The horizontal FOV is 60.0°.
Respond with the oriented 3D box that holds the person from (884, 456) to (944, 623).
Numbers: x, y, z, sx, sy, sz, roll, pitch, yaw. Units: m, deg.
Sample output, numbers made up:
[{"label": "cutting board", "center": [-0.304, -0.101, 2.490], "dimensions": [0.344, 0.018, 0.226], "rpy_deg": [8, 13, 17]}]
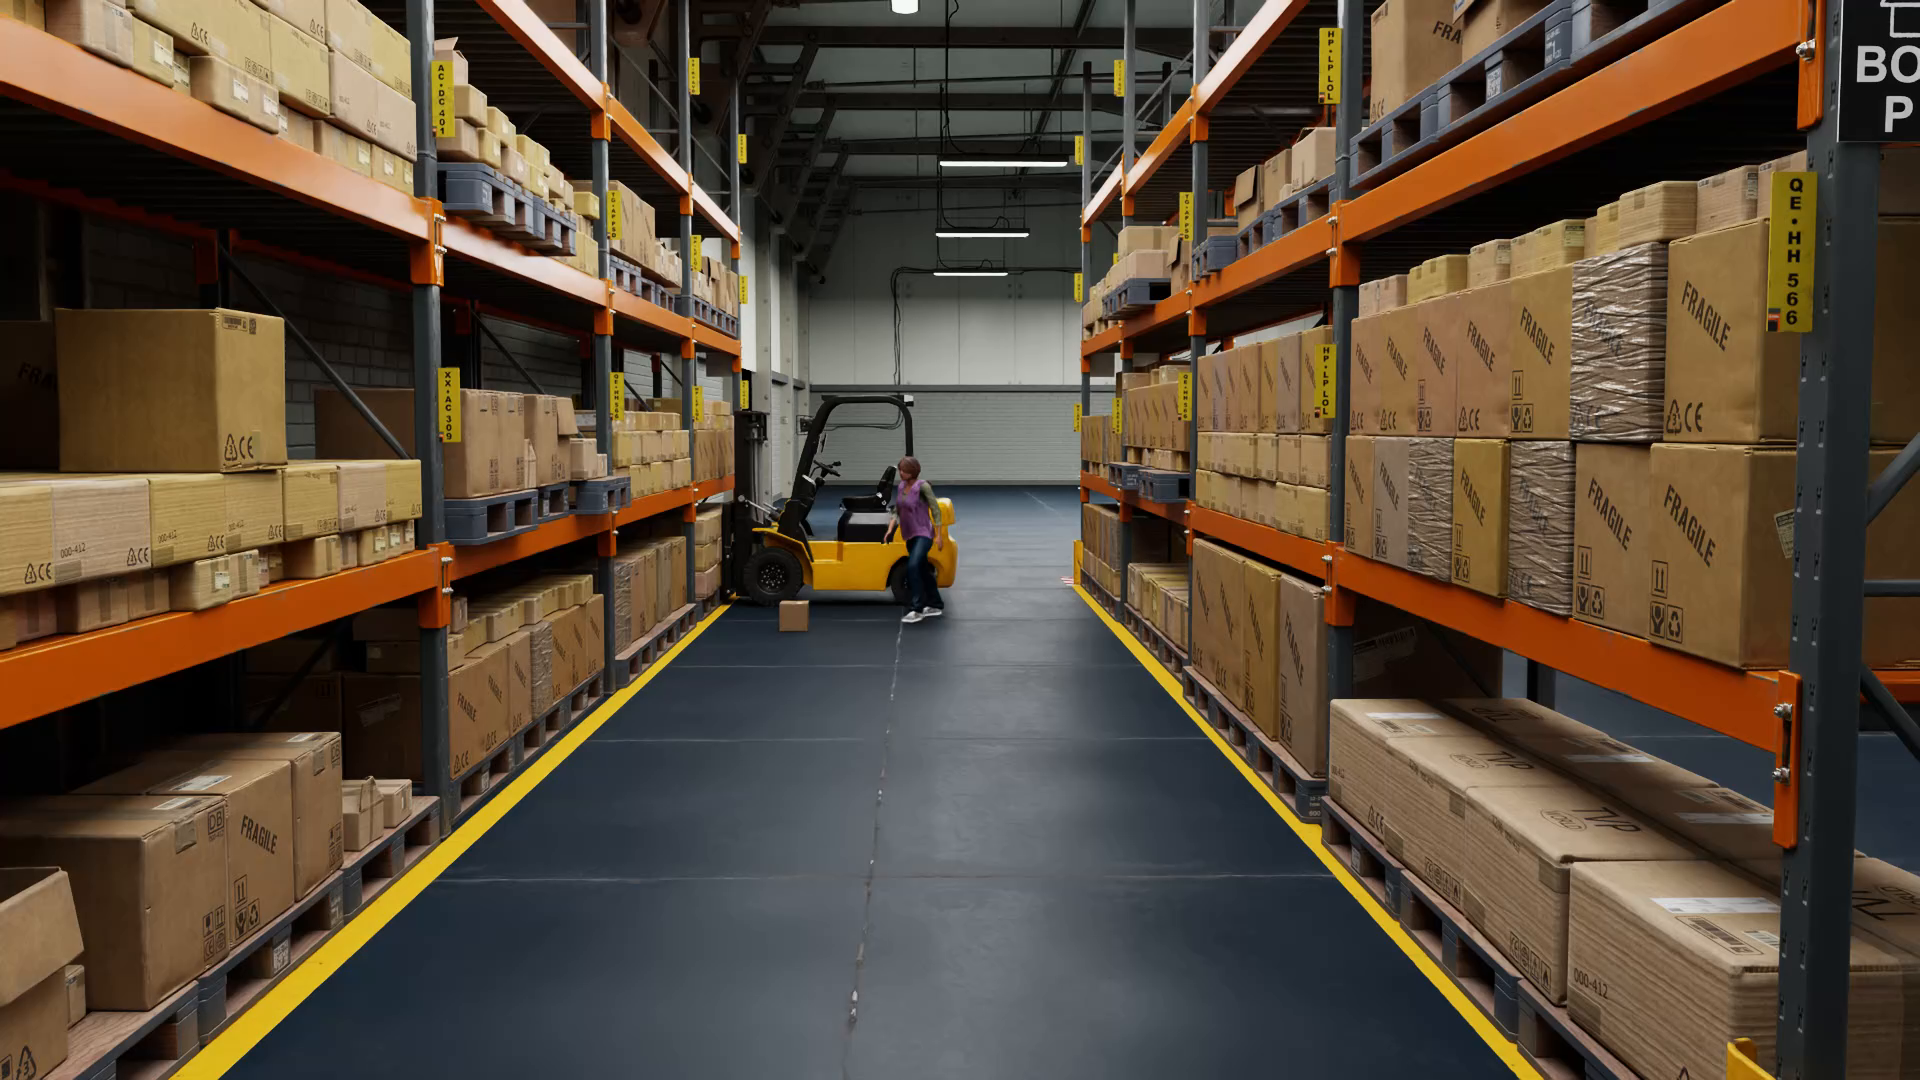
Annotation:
[{"label": "person", "center": [-0.383, -0.013, 15.638], "dimensions": [0.731, 1.530, 0.529], "rpy_deg": [-3, 5, -38]}]
